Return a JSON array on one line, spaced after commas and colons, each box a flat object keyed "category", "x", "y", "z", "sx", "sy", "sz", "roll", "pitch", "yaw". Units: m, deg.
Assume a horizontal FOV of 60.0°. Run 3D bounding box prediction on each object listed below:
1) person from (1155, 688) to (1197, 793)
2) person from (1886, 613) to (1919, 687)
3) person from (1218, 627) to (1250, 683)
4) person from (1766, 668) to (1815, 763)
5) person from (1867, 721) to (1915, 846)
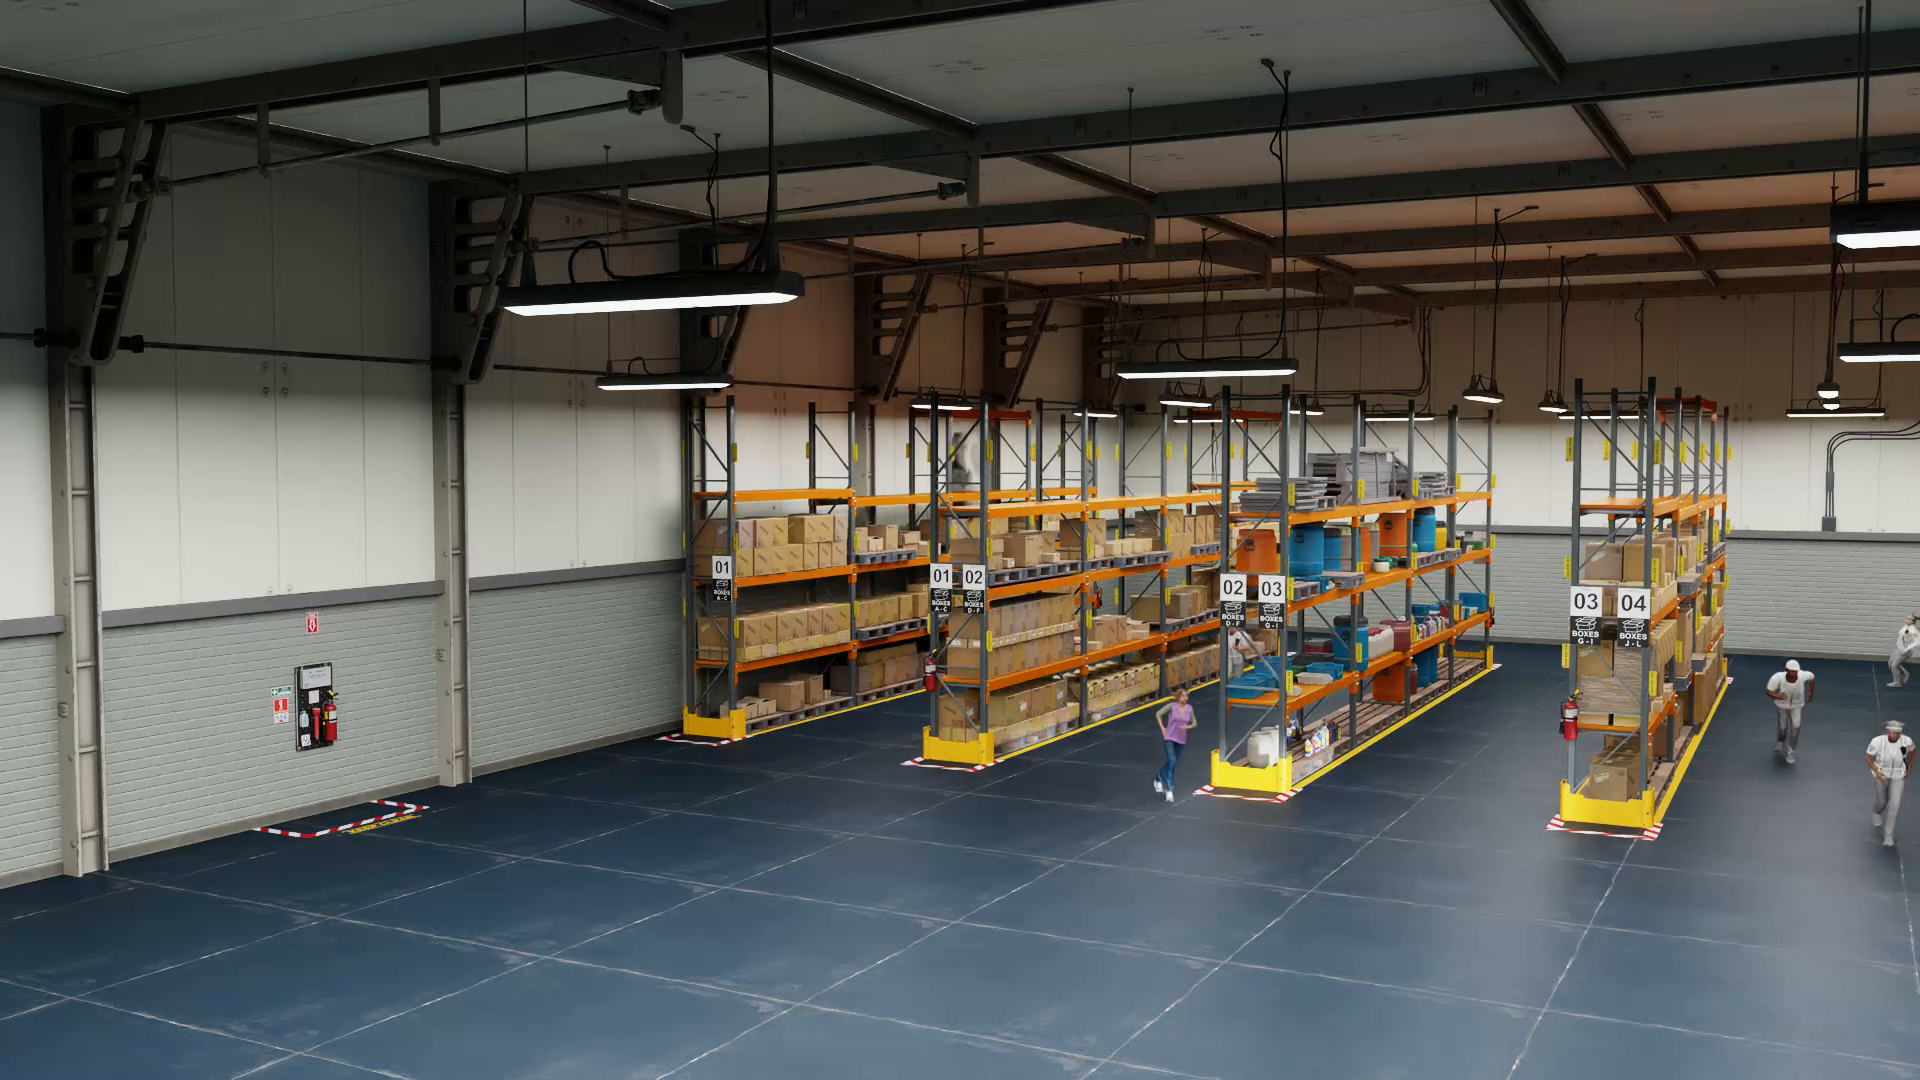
[{"category": "person", "x": 3.133, "y": 2.874, "z": 24.191, "sx": 0.527, "sy": 1.480, "sz": 0.668, "roll": -1, "pitch": 3, "yaw": -20}, {"category": "person", "x": 20.035, "y": 2.332, "z": 35.316, "sx": 0.516, "sy": 1.611, "sz": 0.513, "roll": 0, "pitch": 3, "yaw": 7}, {"category": "person", "x": 5.402, "y": 2.334, "z": 32.787, "sx": 0.654, "sy": 1.526, "sz": 0.944, "roll": 1, "pitch": 3, "yaw": 14}, {"category": "person", "x": 13.526, "y": 2.786, "z": 27.143, "sx": 0.745, "sy": 1.678, "sz": 0.987, "roll": 1, "pitch": 3, "yaw": 17}, {"category": "person", "x": 11.996, "y": 3.094, "z": 21.544, "sx": 0.531, "sy": 1.625, "sz": 0.965, "roll": 1, "pitch": 3, "yaw": 15}]
